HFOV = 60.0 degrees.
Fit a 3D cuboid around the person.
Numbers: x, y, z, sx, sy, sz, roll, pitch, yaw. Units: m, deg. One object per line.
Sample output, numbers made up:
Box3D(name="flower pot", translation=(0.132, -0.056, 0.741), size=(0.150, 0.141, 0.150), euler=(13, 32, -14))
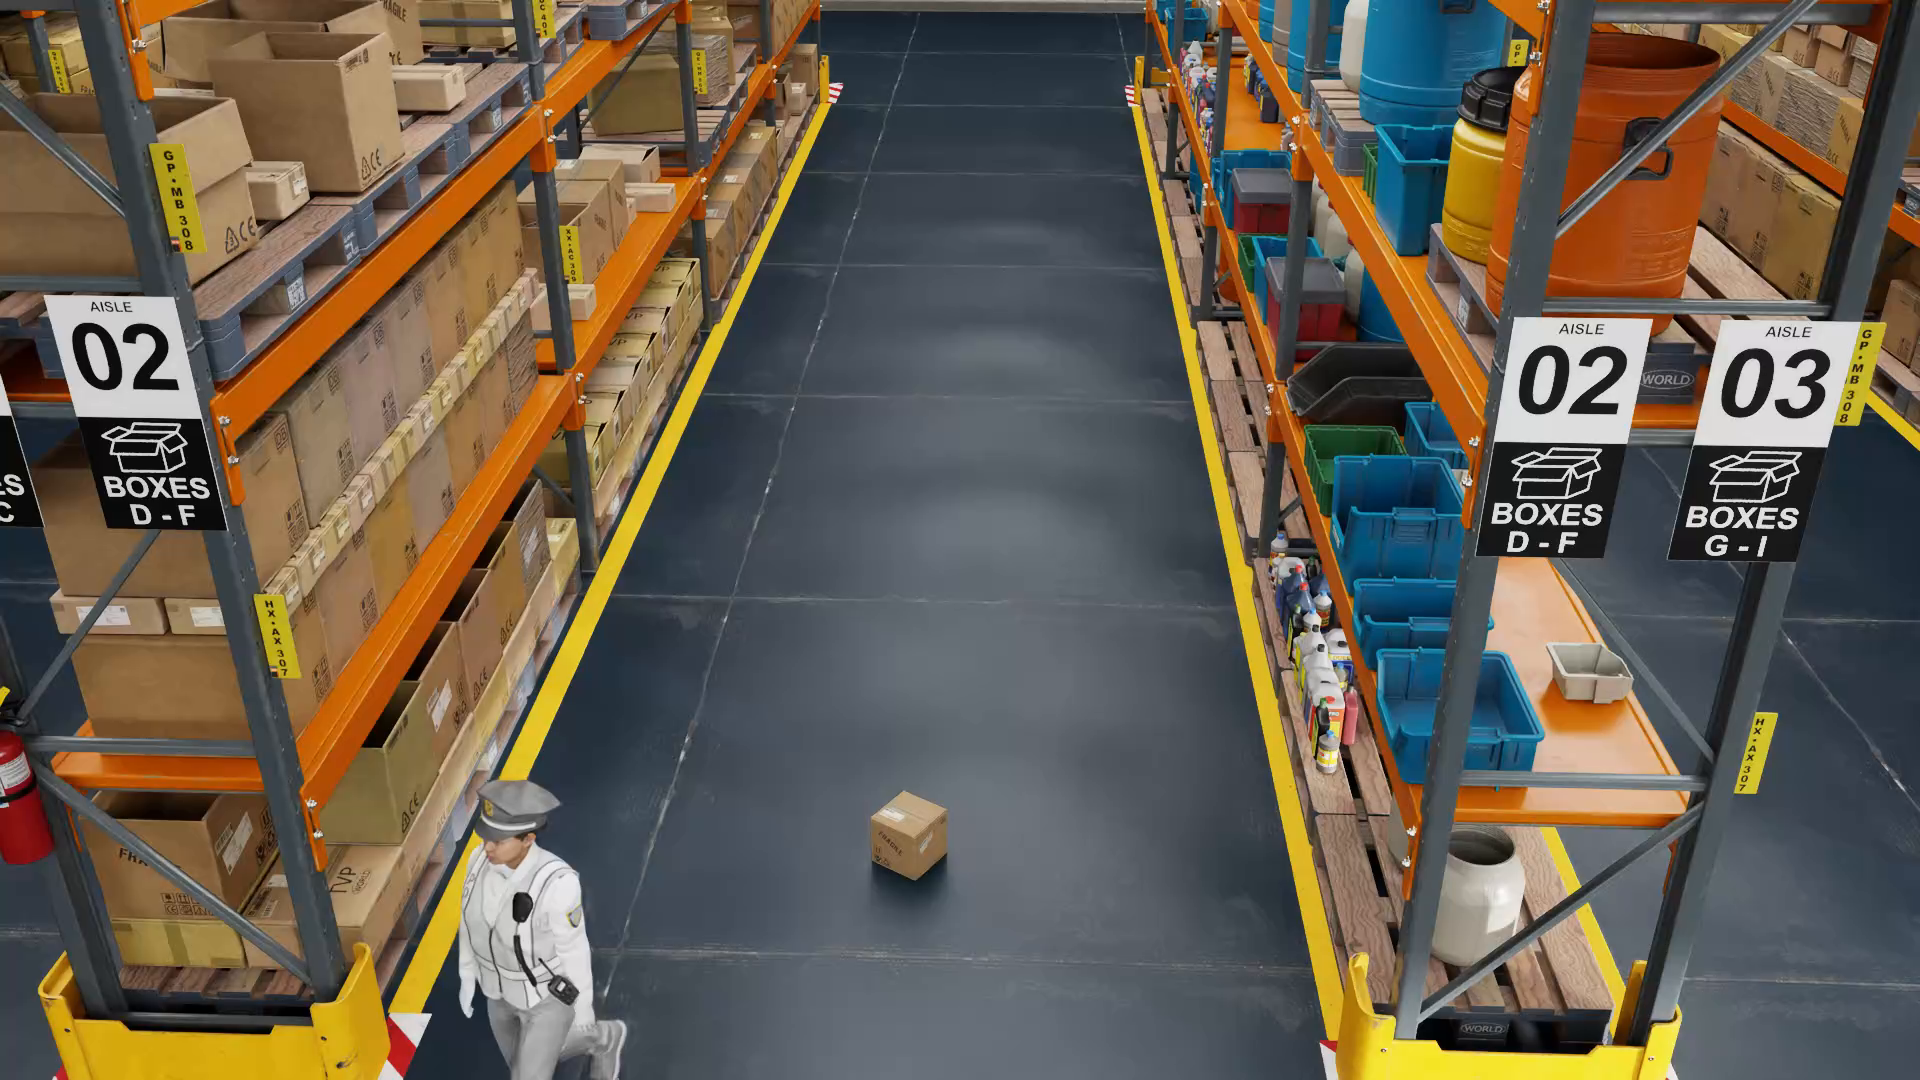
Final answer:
Box3D(name="person", translation=(-1.480, 1.511, 5.752), size=(0.497, 1.649, 0.844), euler=(15, 32, 26))
